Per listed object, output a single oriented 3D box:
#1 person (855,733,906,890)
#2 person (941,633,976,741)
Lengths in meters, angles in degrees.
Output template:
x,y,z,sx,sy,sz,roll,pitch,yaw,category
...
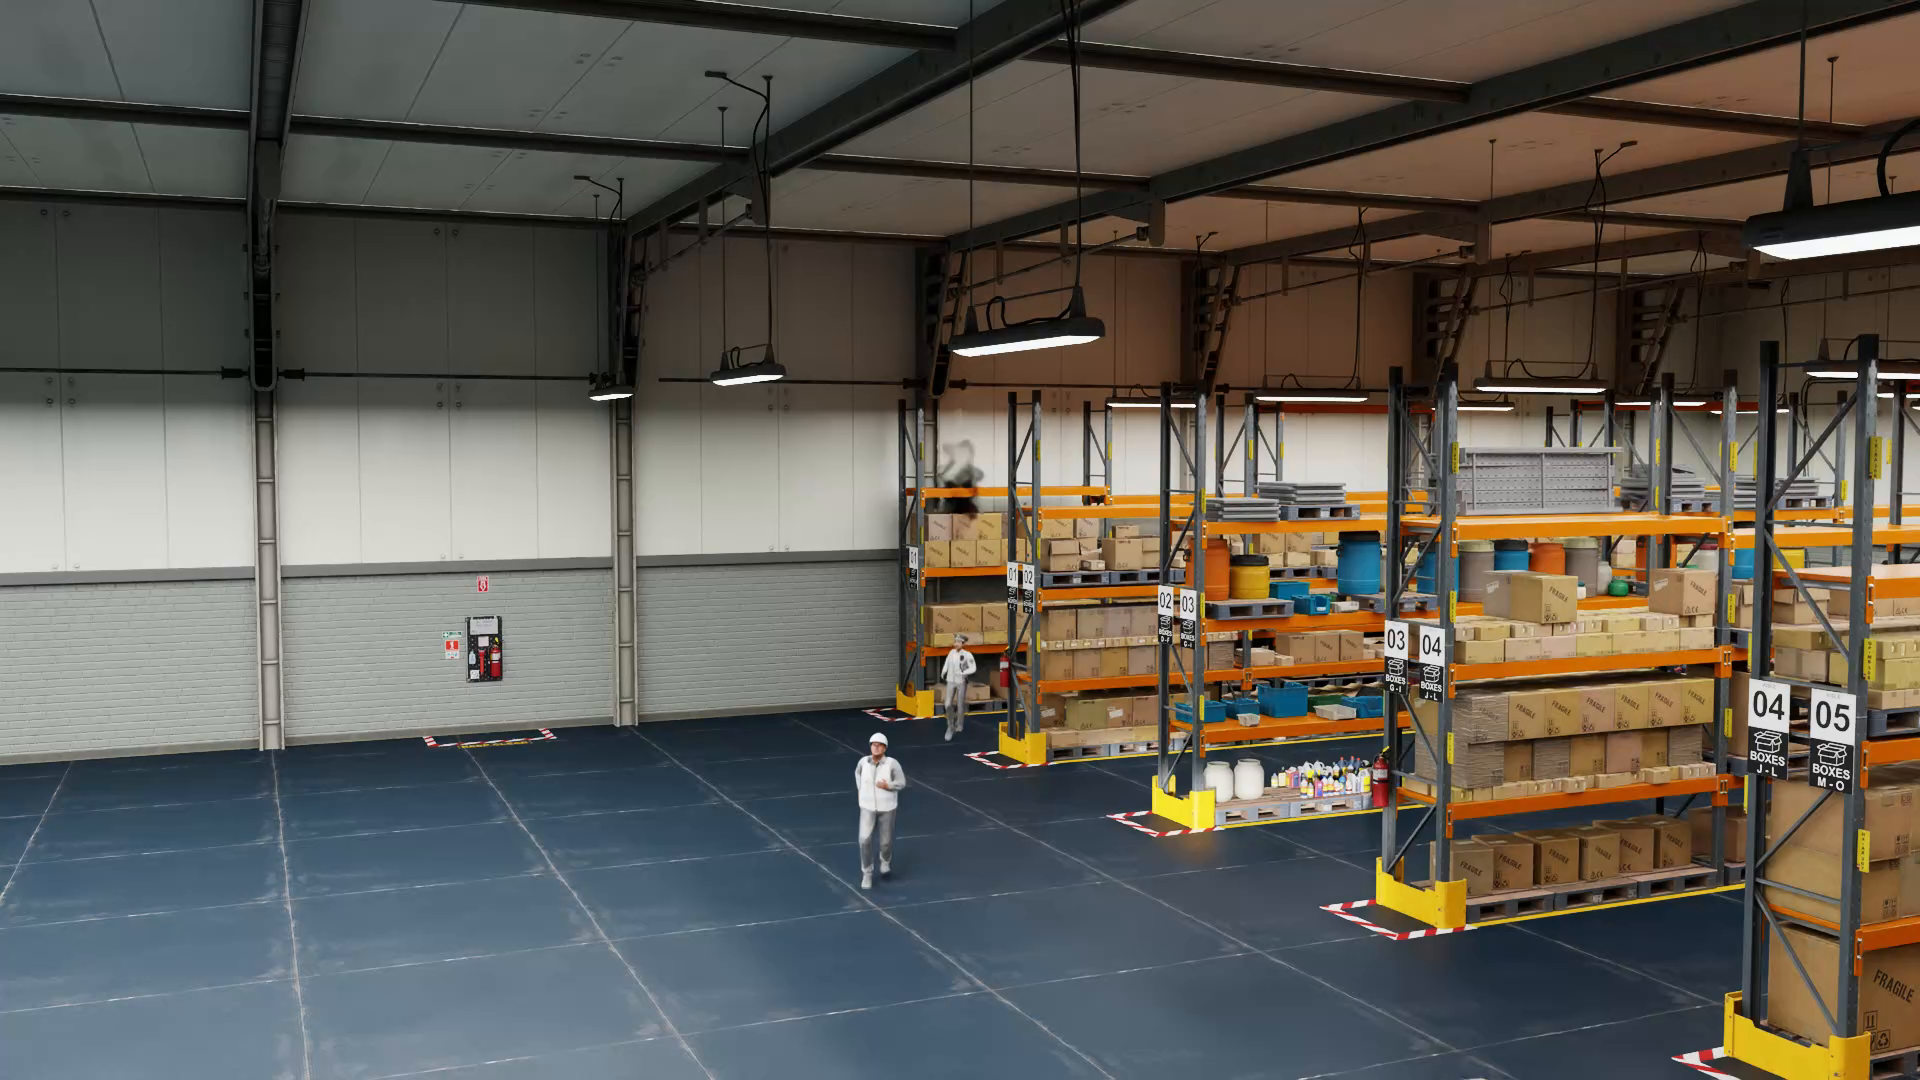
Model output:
x,y,z,sx,sy,sz,roll,pitch,yaw,category
-0.934,3.156,19.511,0.633,1.818,0.795,0,3,5,person
-0.018,2.440,27.681,0.642,1.796,0.562,1,4,24,person
